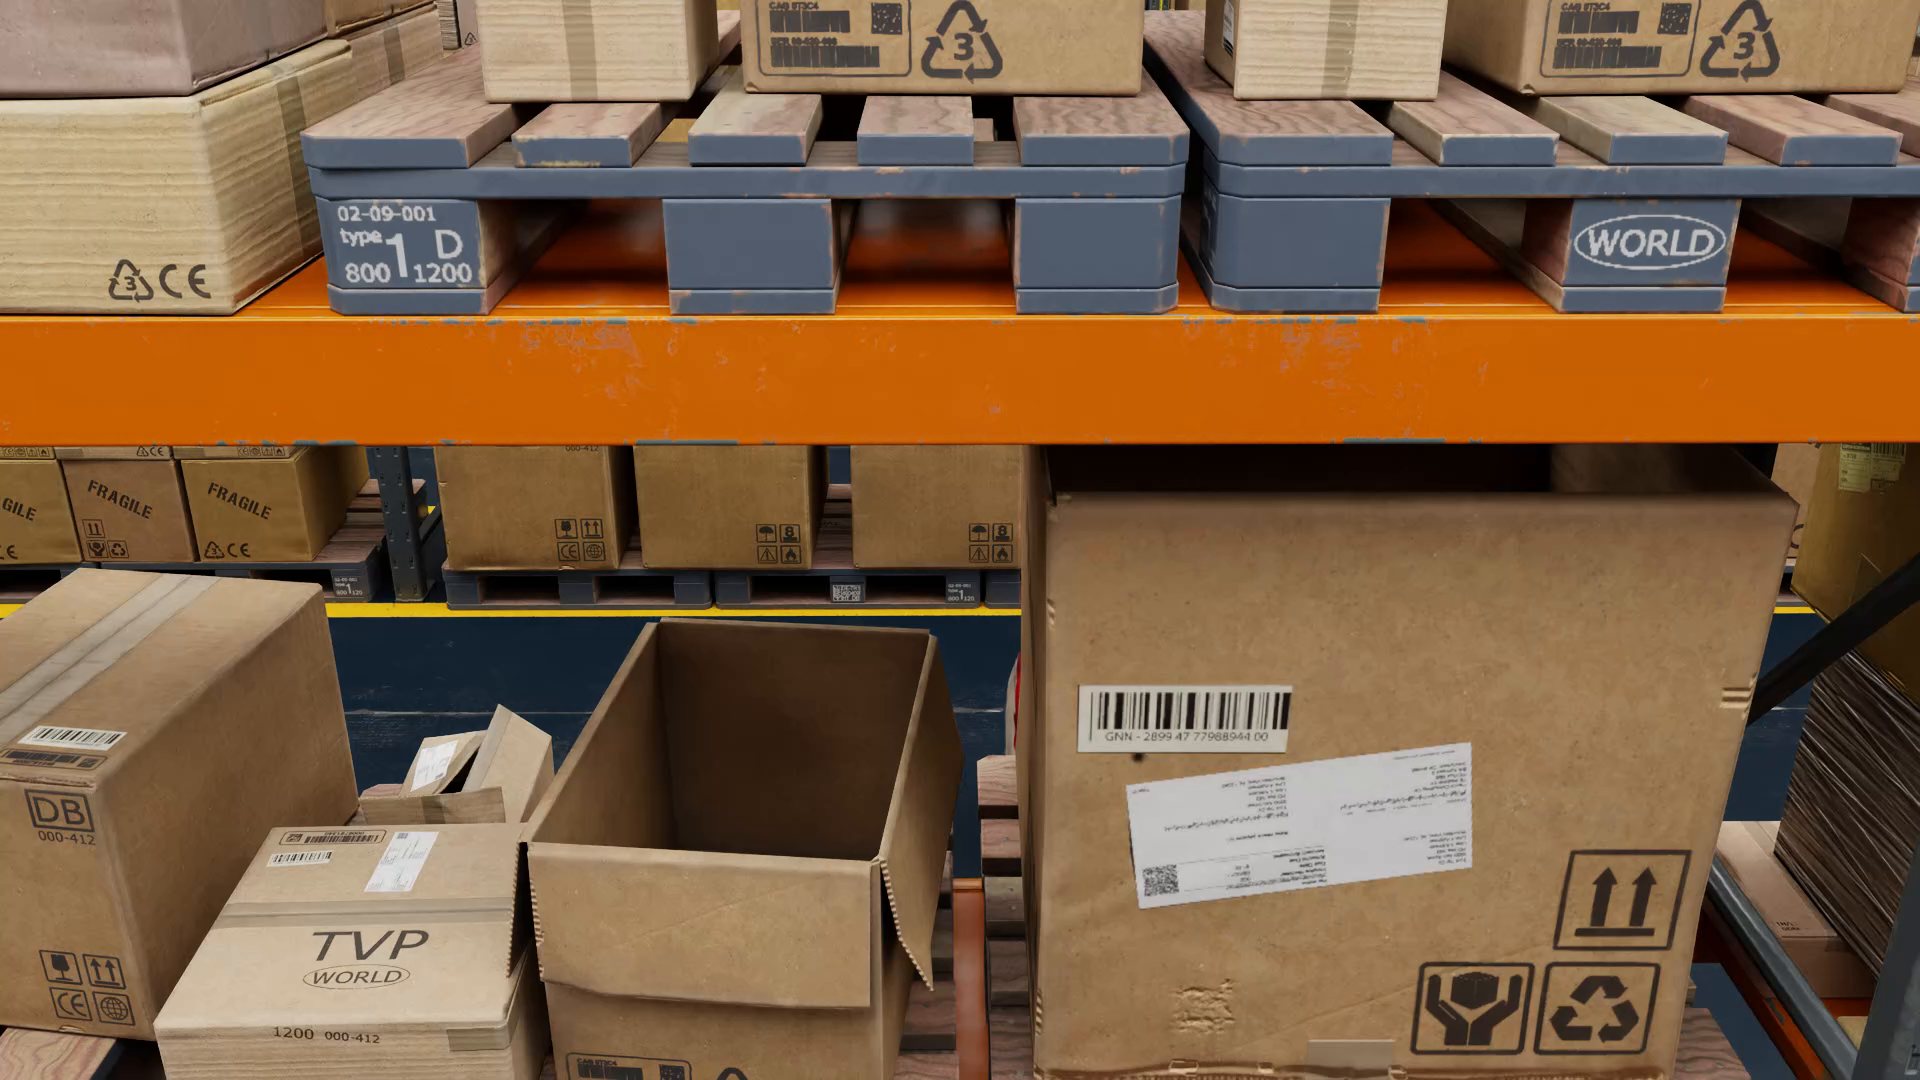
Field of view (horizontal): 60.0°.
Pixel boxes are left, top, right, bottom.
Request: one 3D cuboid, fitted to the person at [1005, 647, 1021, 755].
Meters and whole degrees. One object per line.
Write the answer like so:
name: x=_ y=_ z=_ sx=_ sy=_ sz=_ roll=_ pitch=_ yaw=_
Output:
person: x=0.404 y=0.668 z=5.551 sx=0.524 sy=0.982 sz=0.895 roll=-1 pitch=24 yaw=-2
